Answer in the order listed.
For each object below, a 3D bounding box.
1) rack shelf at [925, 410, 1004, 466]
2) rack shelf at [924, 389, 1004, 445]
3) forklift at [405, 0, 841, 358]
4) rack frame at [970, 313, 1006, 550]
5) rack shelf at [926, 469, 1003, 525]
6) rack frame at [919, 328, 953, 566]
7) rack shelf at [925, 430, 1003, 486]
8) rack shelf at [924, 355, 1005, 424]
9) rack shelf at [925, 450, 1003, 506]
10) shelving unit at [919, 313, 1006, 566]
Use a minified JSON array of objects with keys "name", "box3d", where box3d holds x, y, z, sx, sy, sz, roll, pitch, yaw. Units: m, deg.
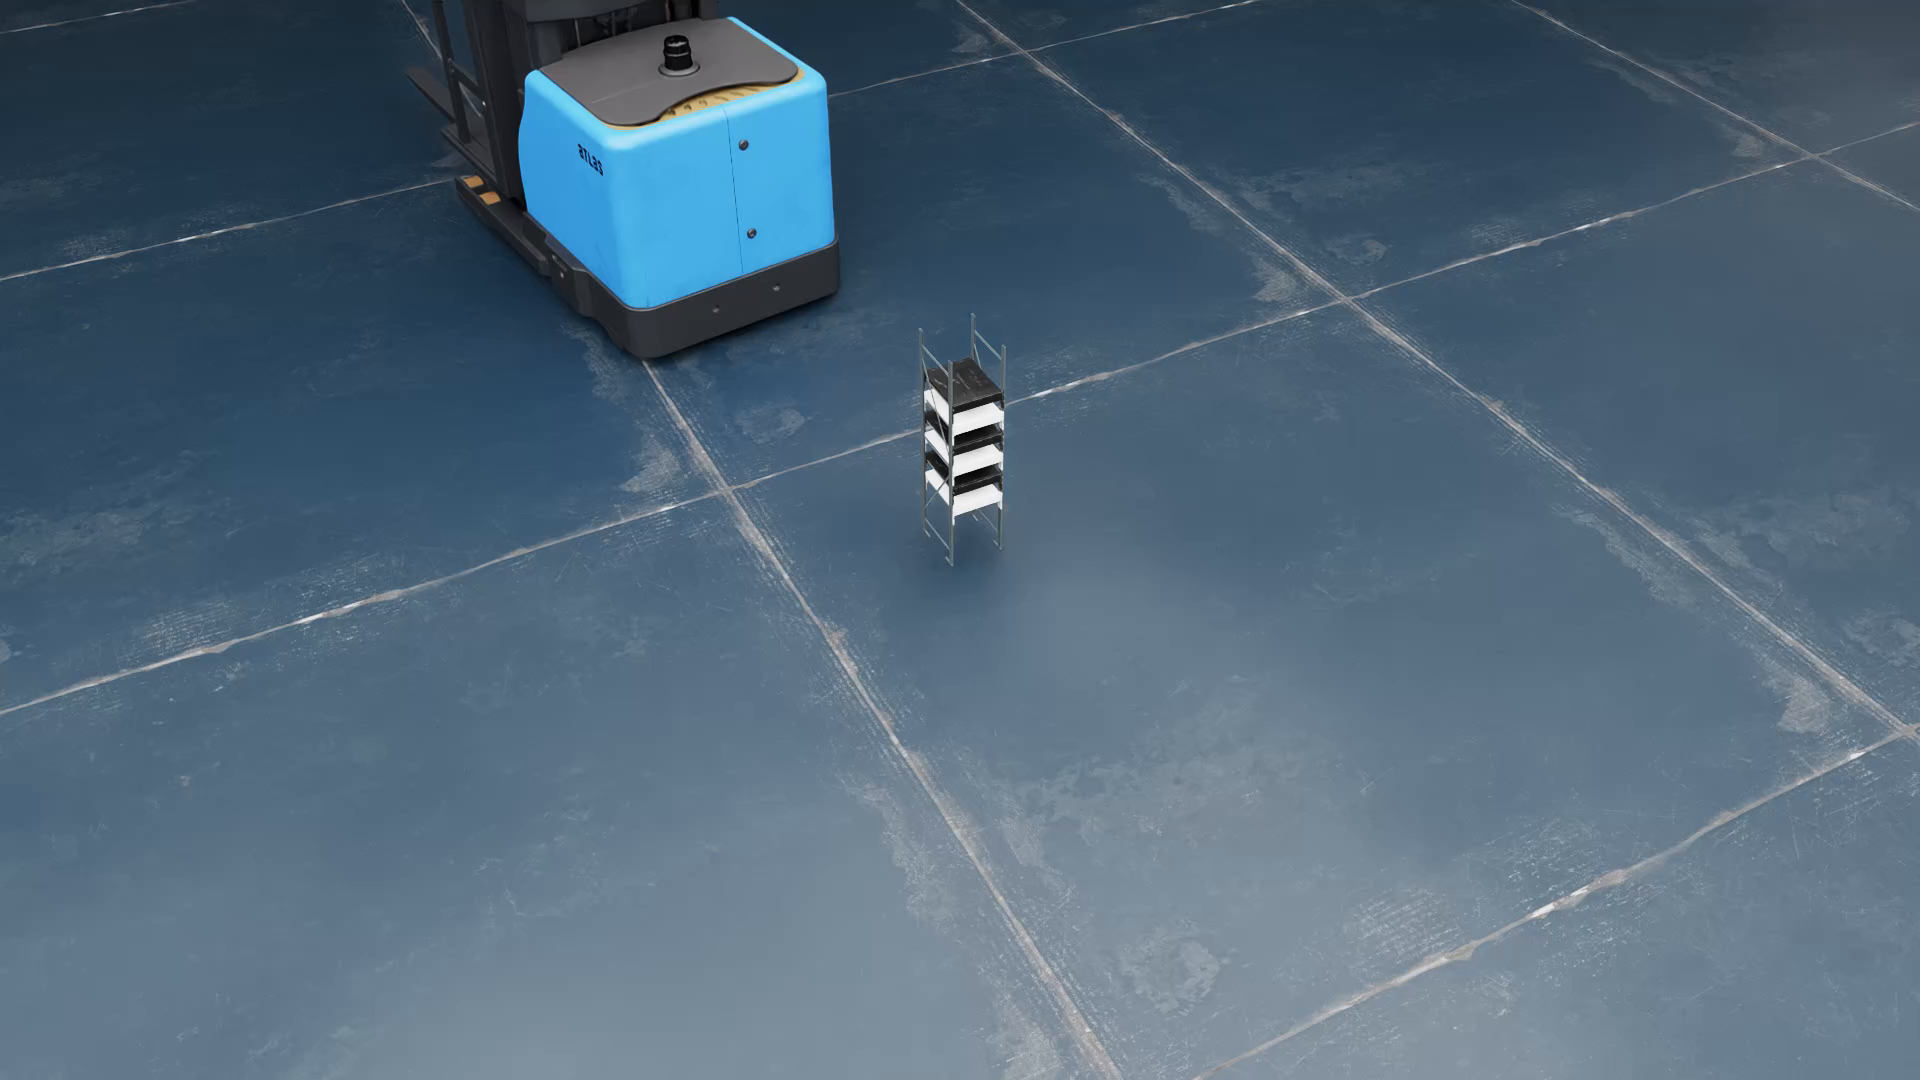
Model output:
[{"name":"rack shelf","box3d":[0.007,-0.389,5.926,0.200,0.077,0.258,-19,44,-21]},{"name":"rack shelf","box3d":[0.007,-0.458,5.867,0.200,0.077,0.258,-19,44,-21]},{"name":"forklift","box3d":[-1.806,-2.797,7.286,1.130,2.935,3.031,-25,46,-27]},{"name":"rack frame","box3d":[0.097,-0.376,5.998,0.006,0.900,0.240,-19,44,-21]},{"name":"rack shelf","box3d":[0.007,-0.183,6.100,0.200,0.077,0.258,-19,44,-21]},{"name":"rack frame","box3d":[-0.083,-0.316,5.926,0.006,0.900,0.240,-19,44,-21]},{"name":"rack shelf","box3d":[0.007,-0.320,5.984,0.200,0.077,0.258,-19,44,-21]},{"name":"rack shelf","box3d":[0.007,-0.527,5.809,0.200,0.077,0.258,-19,44,-21]},{"name":"rack shelf","box3d":[0.007,-0.252,6.042,0.200,0.077,0.258,-19,44,-21]},{"name":"shelving unit","box3d":[0.007,-0.346,5.962,0.210,0.900,0.258,-19,44,-21]}]
